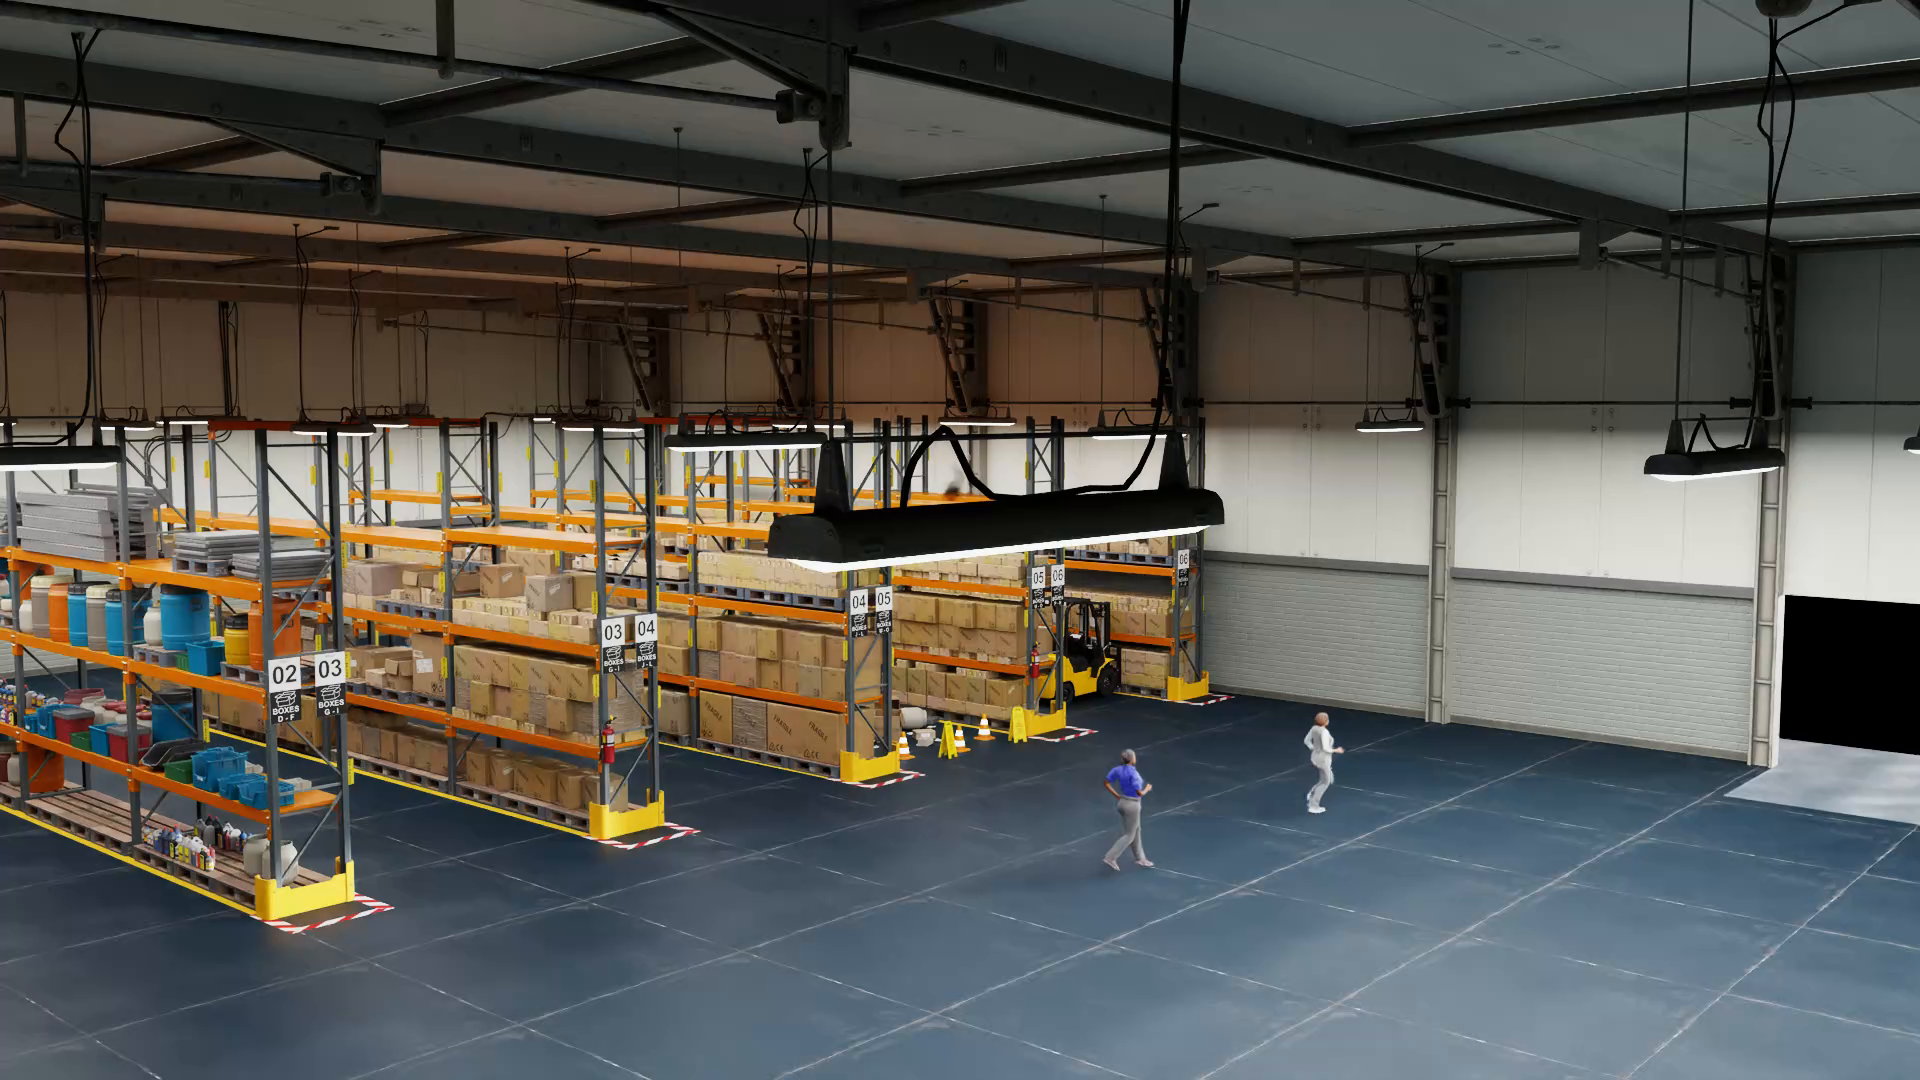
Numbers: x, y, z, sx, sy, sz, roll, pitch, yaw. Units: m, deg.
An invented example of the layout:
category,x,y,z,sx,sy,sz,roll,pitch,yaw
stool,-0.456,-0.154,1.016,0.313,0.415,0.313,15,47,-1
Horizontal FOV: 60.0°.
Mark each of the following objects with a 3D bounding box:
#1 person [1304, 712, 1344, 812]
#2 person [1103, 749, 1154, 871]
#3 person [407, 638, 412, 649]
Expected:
category,x,y,z,sx,sy,sz,roll,pitch,yaw
person,5.622,3.416,25.624,0.548,1.558,0.518,-1,5,-12
person,2.266,3.623,22.329,0.876,1.659,0.581,-3,5,-29
person,-13.203,2.063,40.976,0.706,1.796,1.128,3,6,36
